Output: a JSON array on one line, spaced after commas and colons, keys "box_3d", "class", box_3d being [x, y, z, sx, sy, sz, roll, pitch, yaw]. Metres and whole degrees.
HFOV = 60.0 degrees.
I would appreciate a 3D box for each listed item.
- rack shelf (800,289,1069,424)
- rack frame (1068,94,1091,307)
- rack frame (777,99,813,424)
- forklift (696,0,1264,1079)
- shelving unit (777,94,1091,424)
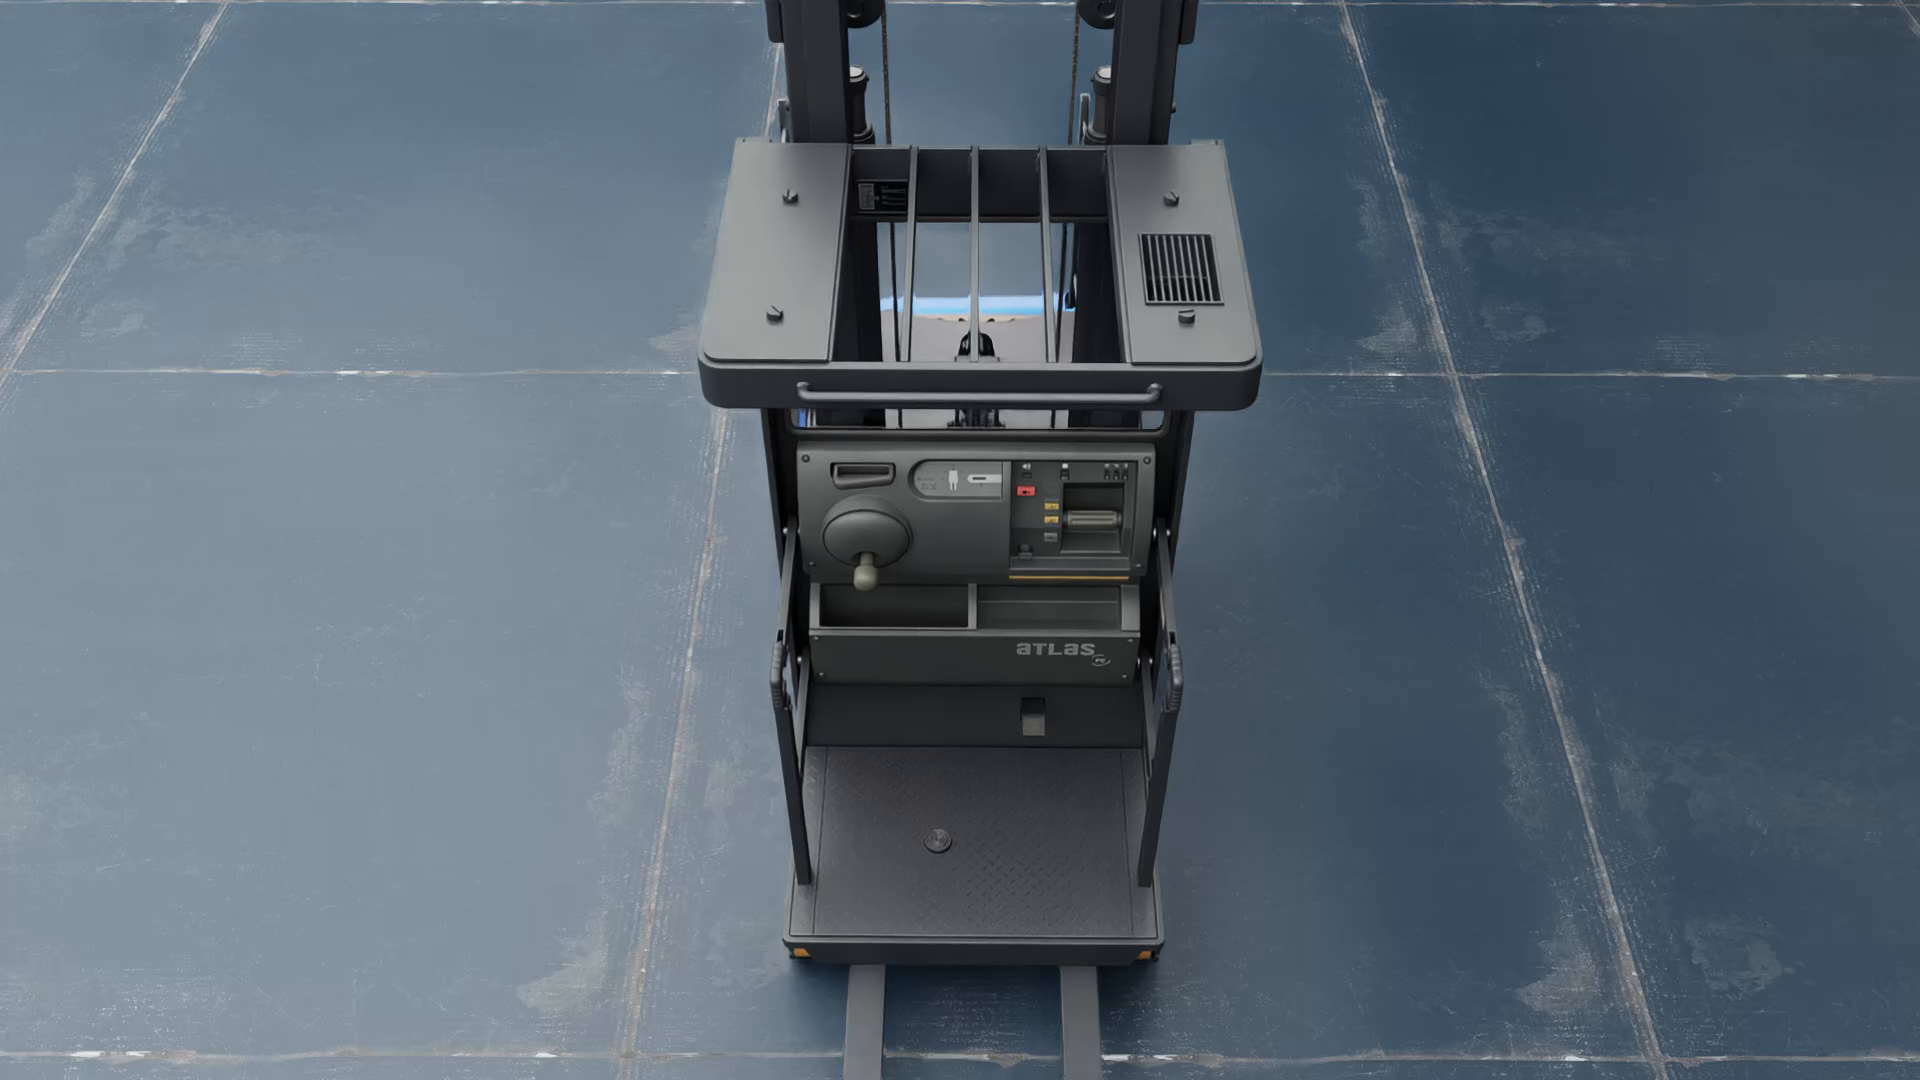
[{"box_3d": [-0.079, -0.675, 6.099, 1.000, 0.185, 0.538, -1, 47, -1], "class": "rack shelf"}, {"box_3d": [0.429, -0.809, 5.978, 0.032, 1.500, 0.500, -1, 47, -1], "class": "rack frame"}, {"box_3d": [-0.587, -0.786, 5.957, 0.032, 1.500, 0.500, -1, 47, -1], "class": "rack frame"}, {"box_3d": [0.042, 0.036, 4.214, 1.130, 2.935, 3.031, 0, 47, 0], "class": "forklift"}, {"box_3d": [-0.079, -0.797, 5.967, 1.048, 1.500, 0.538, -1, 47, -1], "class": "shelving unit"}]
